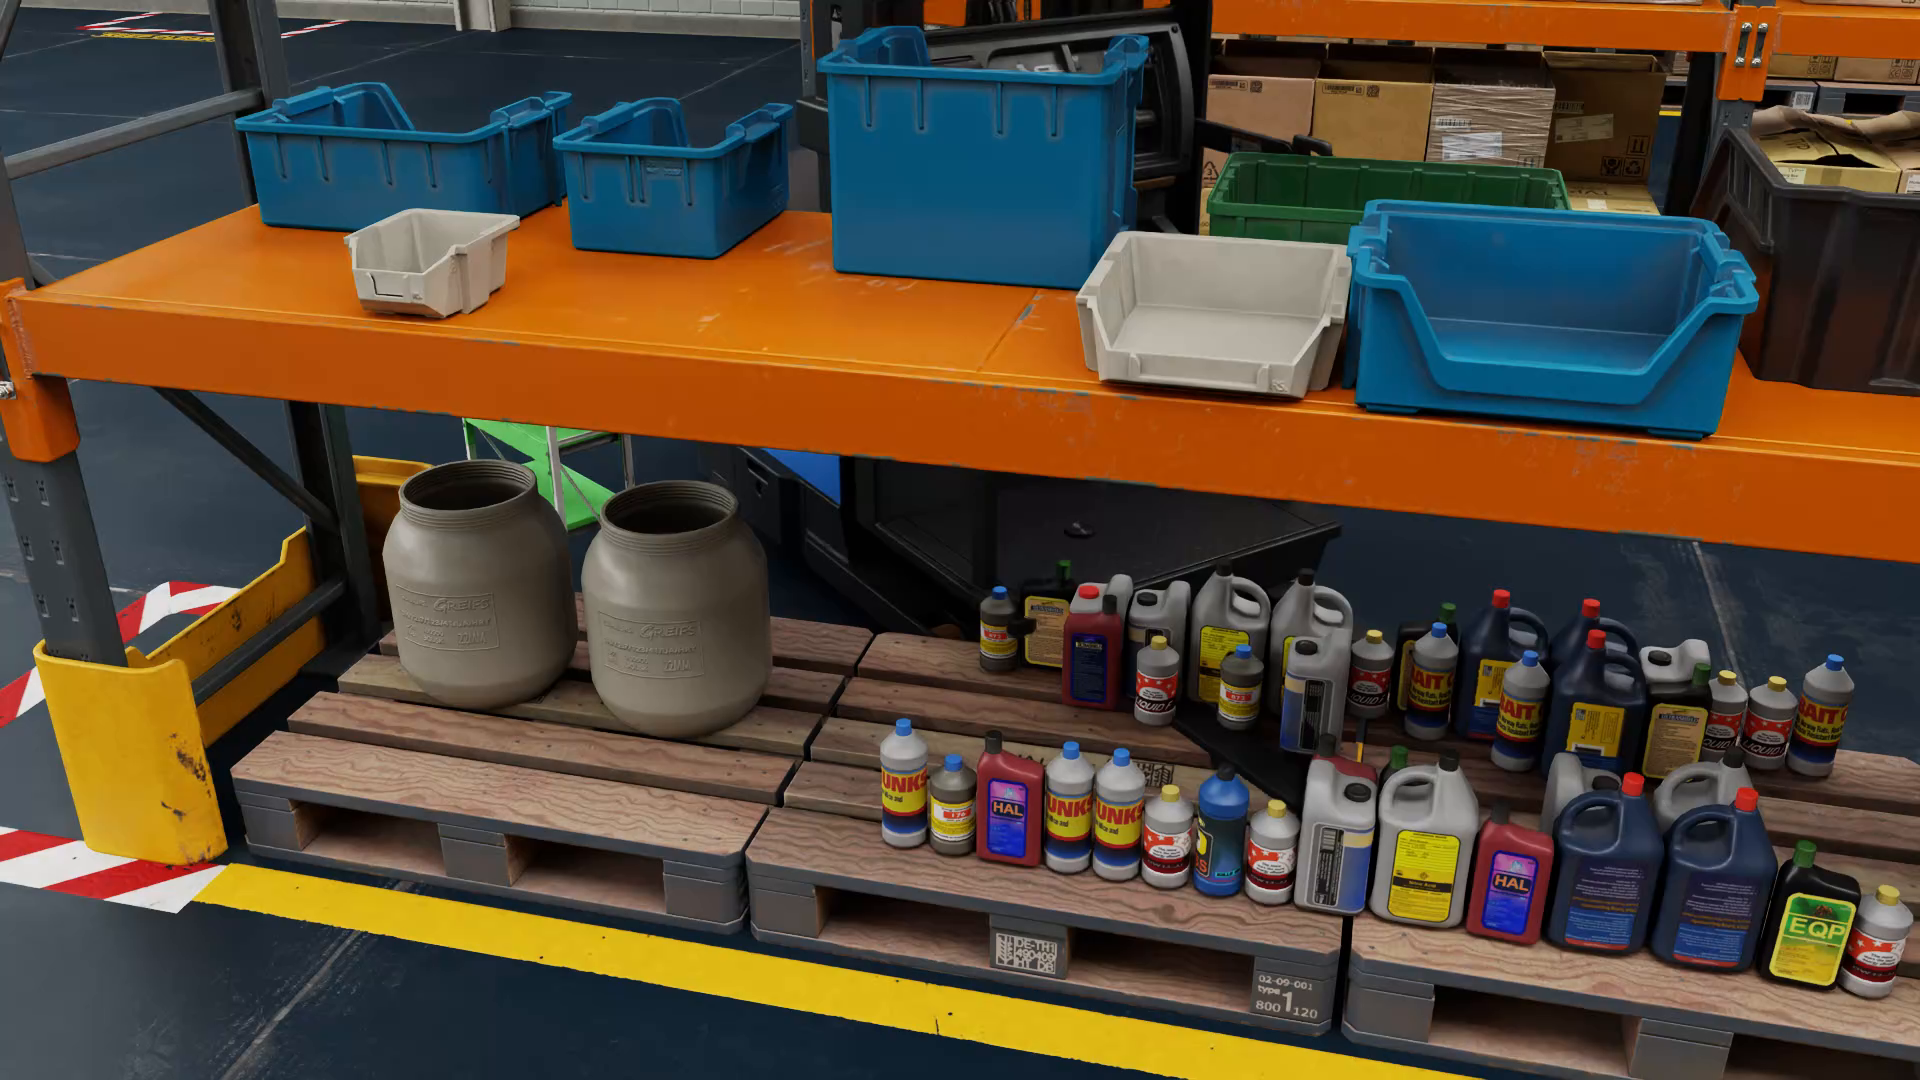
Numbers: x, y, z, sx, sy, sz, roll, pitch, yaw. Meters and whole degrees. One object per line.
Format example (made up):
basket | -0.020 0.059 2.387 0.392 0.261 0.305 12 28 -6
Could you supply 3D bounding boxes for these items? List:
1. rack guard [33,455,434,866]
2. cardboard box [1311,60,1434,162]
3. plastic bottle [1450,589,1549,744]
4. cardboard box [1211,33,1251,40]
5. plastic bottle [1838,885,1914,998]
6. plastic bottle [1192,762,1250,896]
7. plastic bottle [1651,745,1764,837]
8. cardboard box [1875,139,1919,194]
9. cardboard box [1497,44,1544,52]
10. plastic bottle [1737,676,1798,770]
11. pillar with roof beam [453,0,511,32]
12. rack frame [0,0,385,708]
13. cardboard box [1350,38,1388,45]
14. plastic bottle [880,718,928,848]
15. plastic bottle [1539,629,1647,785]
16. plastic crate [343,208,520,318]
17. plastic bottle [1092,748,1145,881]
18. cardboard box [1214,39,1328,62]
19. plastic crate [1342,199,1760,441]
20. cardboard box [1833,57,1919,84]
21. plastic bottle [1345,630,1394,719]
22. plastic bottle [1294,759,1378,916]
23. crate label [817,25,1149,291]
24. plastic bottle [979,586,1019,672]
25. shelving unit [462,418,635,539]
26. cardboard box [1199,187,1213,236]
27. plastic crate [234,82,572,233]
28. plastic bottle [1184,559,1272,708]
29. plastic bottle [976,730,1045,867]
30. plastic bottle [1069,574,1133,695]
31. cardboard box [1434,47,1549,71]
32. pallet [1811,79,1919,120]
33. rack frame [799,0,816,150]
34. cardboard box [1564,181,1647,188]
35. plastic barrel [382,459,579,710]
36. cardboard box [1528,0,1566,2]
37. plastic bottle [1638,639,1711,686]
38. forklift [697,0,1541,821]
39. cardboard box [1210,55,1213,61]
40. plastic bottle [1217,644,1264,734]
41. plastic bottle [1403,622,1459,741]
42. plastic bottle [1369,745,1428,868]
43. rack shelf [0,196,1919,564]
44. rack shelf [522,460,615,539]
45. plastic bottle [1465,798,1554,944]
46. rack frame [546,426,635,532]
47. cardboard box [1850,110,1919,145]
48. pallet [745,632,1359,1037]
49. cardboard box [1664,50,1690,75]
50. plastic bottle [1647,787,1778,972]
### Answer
rack guard | -1.706 0.248 4.147 0.348 0.500 1.175 6 26 13
cardboard box | 1.849 -1.858 7.501 0.500 0.500 0.500 6 26 13
plastic bottle | 1.221 0.277 3.747 0.185 0.351 0.144 5 26 11
cardboard box | 1.875 -3.805 12.369 0.500 0.311 0.500 9 27 17
plastic bottle | 1.653 0.715 3.002 0.097 0.201 0.097 0 25 0
plastic bottle | 0.512 0.557 3.252 0.097 0.271 0.097 0 25 0
plastic bottle | 1.423 0.548 3.180 0.185 0.351 0.144 6 26 13
cardboard box | 4.141 -1.500 6.969 0.500 0.311 0.500 6 26 12
cardboard box | 4.024 -3.529 11.958 0.250 0.166 0.380 3 26 6
plastic bottle | 1.784 0.397 3.671 0.097 0.201 0.097 0 25 0
pillar with roof beam | -5.314 -6.837 9.143 0.400 9.000 9.100 6 26 13
rack frame | -1.792 -0.869 3.585 0.127 3.000 1.000 6 26 13
cardboard box | 3.006 -3.656 12.244 0.250 0.149 0.380 4 26 9
plastic bottle | -0.113 0.488 3.397 0.097 0.271 0.097 0 25 0
plastic bottle | 1.368 0.358 3.579 0.185 0.351 0.144 6 26 13
plastic crate | -1.005 -0.520 3.159 0.250 0.136 0.298 6 26 13
plastic bottle | 0.315 0.536 3.297 0.097 0.271 0.097 0 25 0
cardboard box | 1.495 -2.129 8.069 0.500 0.500 0.500 6 26 13
plastic crate | 0.943 -0.379 2.729 0.616 0.251 0.499 6 26 13
cardboard box | 6.264 -3.457 11.418 0.500 0.500 0.700 7 26 14
plastic bottle | 0.953 0.305 3.864 0.097 0.201 0.097 0 25 0
plastic bottle | 0.732 0.567 3.225 0.135 0.276 0.152 7 26 14
crate label | 0.058 -0.800 3.400 0.616 0.435 0.502 6 26 13
plastic bottle | 0.096 0.210 4.063 0.097 0.201 0.097 0 25 0
shelving unit | -1.155 -0.357 4.604 0.258 1.200 0.503 -22 33 -38
cardboard box | 1.362 -1.567 7.763 0.500 0.250 0.500 6 26 13
plastic crate | -1.232 -0.873 3.766 0.616 0.251 0.499 6 26 13
plastic bottle | 0.629 0.212 3.885 0.185 0.351 0.144 7 26 15
plastic bottle | 0.101 0.515 3.328 0.133 0.283 0.061 7 26 14
plastic bottle | 0.333 0.215 3.966 0.135 0.276 0.152 7 26 13
cardboard box | 2.462 -2.019 7.840 0.500 0.500 0.500 6 26 13
pallet | 6.489 -3.093 11.502 1.213 0.211 1.003 6 26 13
rack frame | -0.554 -2.931 7.916 0.127 3.000 1.000 6 26 13
cardboard box | 2.946 -1.626 7.887 0.500 0.250 0.500 6 26 13
plastic barrel | -1.135 0.104 3.949 0.421 0.512 0.421 0 25 0
cardboard box | 2.376 -2.646 7.202 0.500 0.500 0.700 6 26 12
plastic bottle | 1.563 0.351 3.680 0.135 0.276 0.152 7 26 15
forklift | 0.335 -1.094 4.138 1.130 2.935 3.031 -15 29 -29
cardboard box | 0.882 -1.966 7.728 0.500 0.500 0.500 6 26 13
plastic bottle | 0.642 0.334 3.802 0.097 0.201 0.097 0 25 0
plastic bottle | 1.069 0.313 3.765 0.097 0.271 0.097 0 25 0
plastic bottle | 0.889 0.538 3.279 0.133 0.283 0.061 6 26 13
rack shelf | 0.145 -0.330 3.290 4.000 0.370 1.077 6 26 13
rack shelf | -1.155 -0.083 4.735 0.258 0.148 0.480 -22 33 -38
plastic bottle | 1.033 0.618 3.111 0.133 0.283 0.061 8 27 16
rack frame | -0.990 -0.280 4.442 0.240 1.200 0.015 -22 33 -38
cardboard box | 4.289 -1.727 7.445 0.500 0.311 0.500 7 26 14
pallet | 0.257 0.599 3.745 1.213 0.211 1.003 6 26 13
cardboard box | 5.267 -3.563 11.641 0.500 0.500 0.700 7 26 15
plastic bottle | 1.387 0.608 3.053 0.185 0.351 0.144 6 26 12
